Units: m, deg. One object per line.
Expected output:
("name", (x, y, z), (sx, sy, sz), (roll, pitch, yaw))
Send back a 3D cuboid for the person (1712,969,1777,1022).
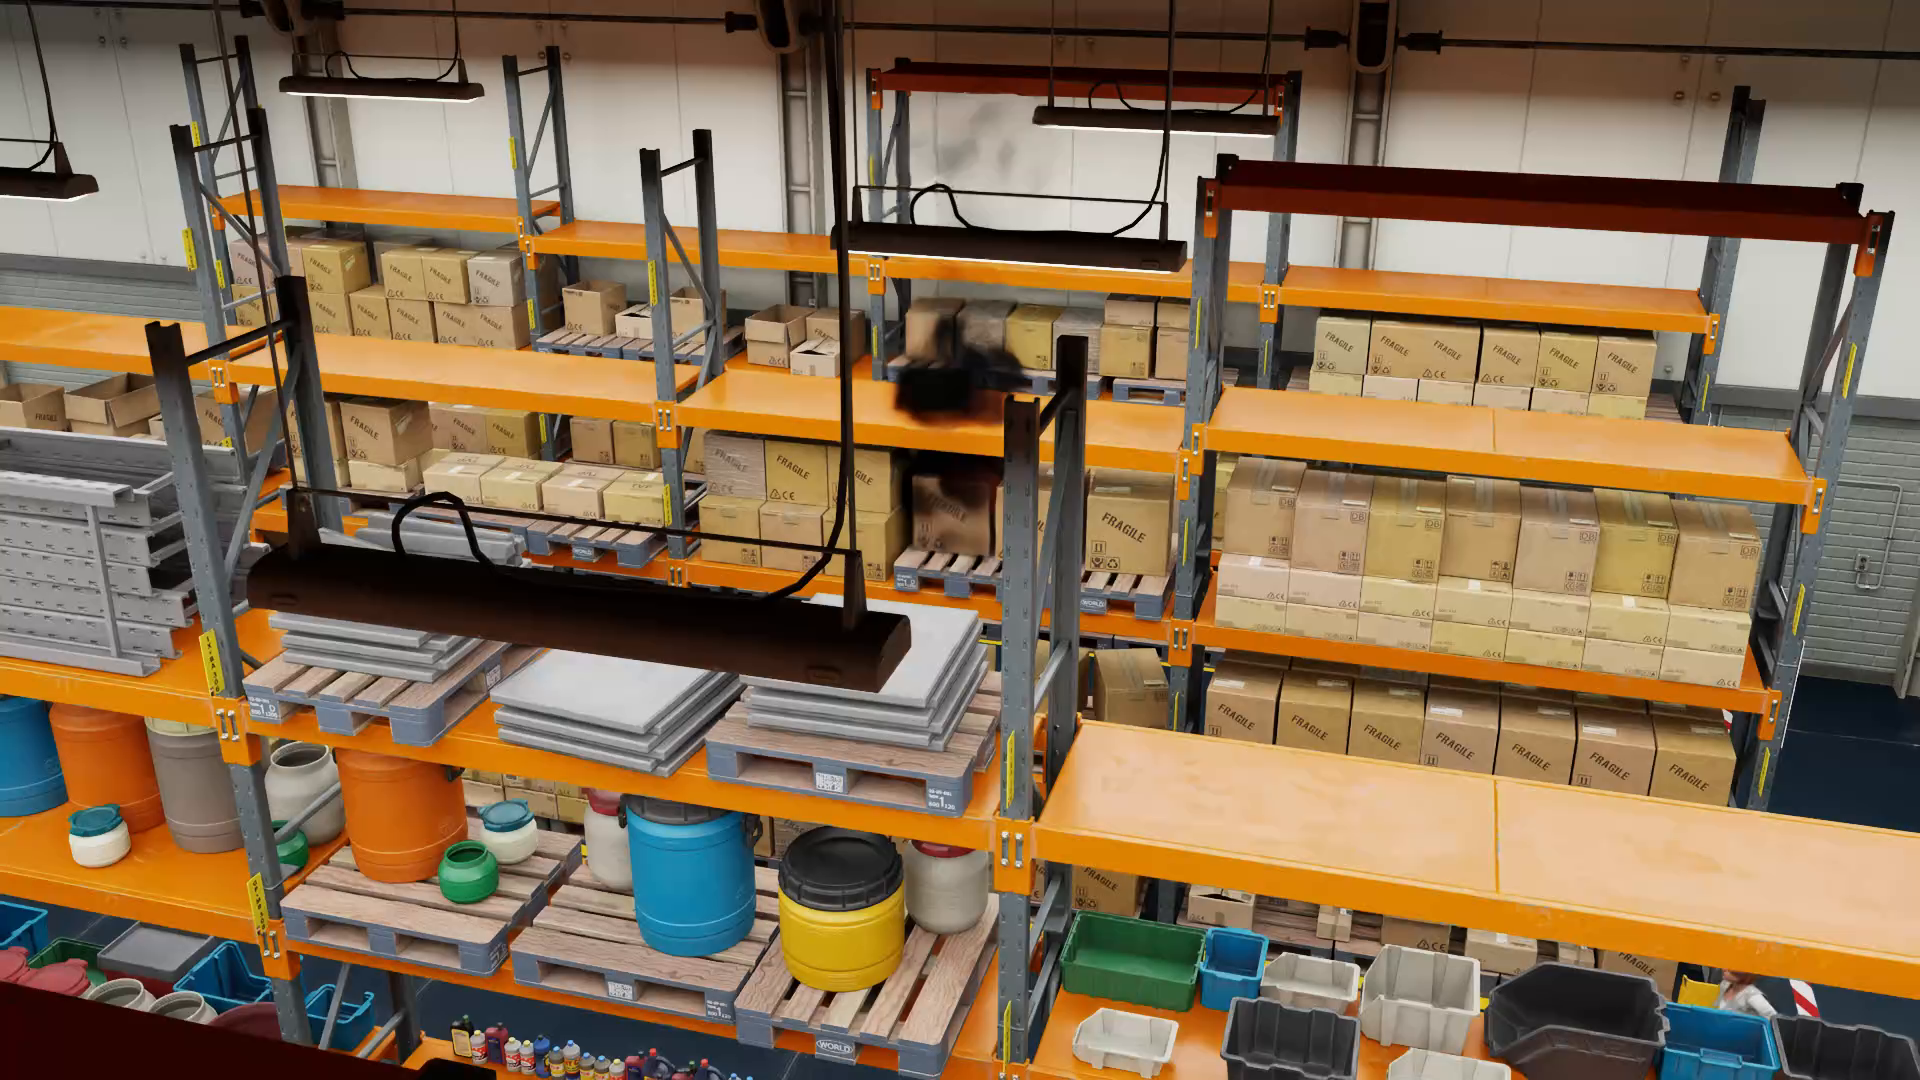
("person", (5.018, 3.353, 10.714), (0.529, 1.511, 0.595), (-1, 23, -2))
